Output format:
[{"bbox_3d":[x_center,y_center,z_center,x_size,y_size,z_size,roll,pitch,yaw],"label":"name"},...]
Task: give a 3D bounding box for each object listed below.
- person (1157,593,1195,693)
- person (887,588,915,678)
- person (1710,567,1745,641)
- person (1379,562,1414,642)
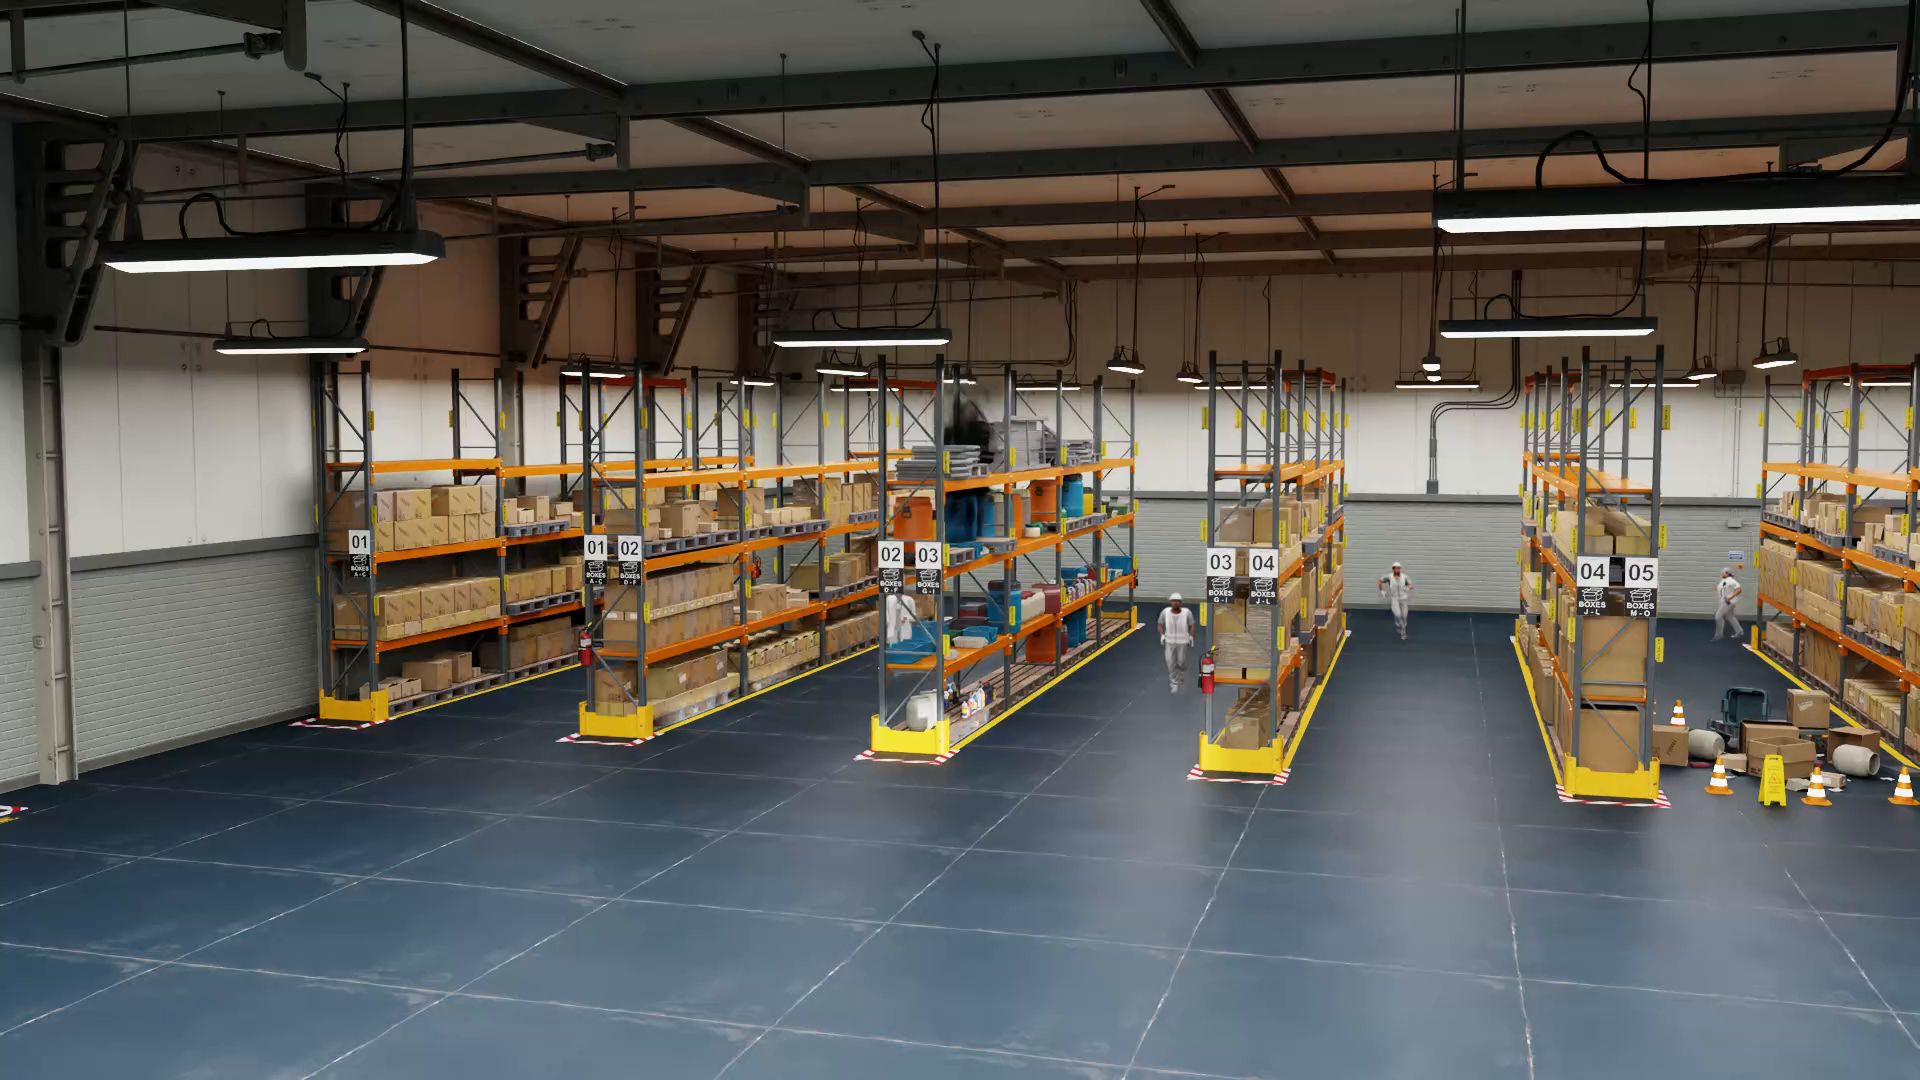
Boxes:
[{"bbox_3d":[3.772,1.779,29.018,0.664,1.740,0.637,1,4,11],"label":"person"},{"bbox_3d":[-1.137,1.665,30.773,0.627,1.777,0.760,0,4,-1],"label":"person"},{"bbox_3d":[17.496,1.483,37.825,0.753,1.729,0.599,1,4,14],"label":"person"},{"bbox_3d":[9.988,1.401,38.042,0.757,1.807,0.697,0,4,3],"label":"person"}]
